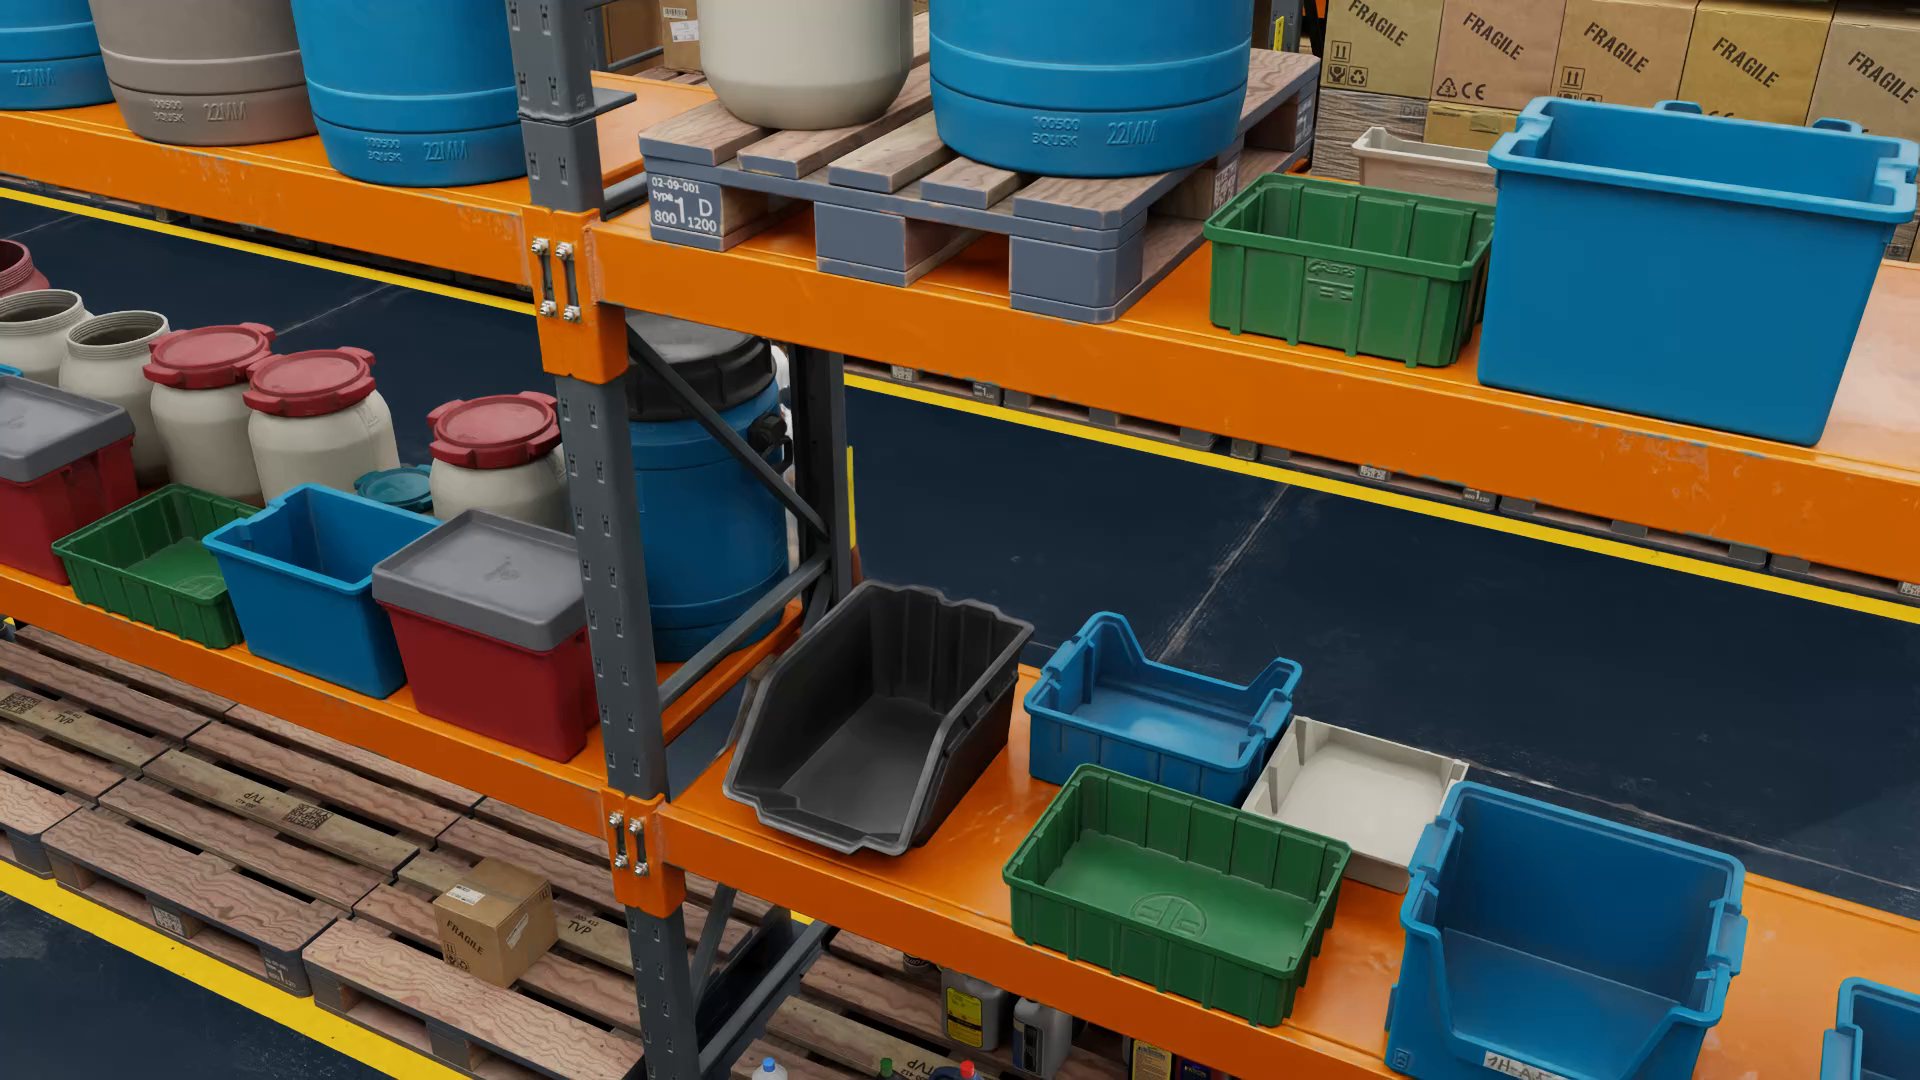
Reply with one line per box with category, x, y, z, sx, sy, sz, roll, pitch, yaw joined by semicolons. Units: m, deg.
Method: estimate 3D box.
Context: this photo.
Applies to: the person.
person;-0.676;0.086;5.943;1.002;1.702;0.601;-16;34;-26
